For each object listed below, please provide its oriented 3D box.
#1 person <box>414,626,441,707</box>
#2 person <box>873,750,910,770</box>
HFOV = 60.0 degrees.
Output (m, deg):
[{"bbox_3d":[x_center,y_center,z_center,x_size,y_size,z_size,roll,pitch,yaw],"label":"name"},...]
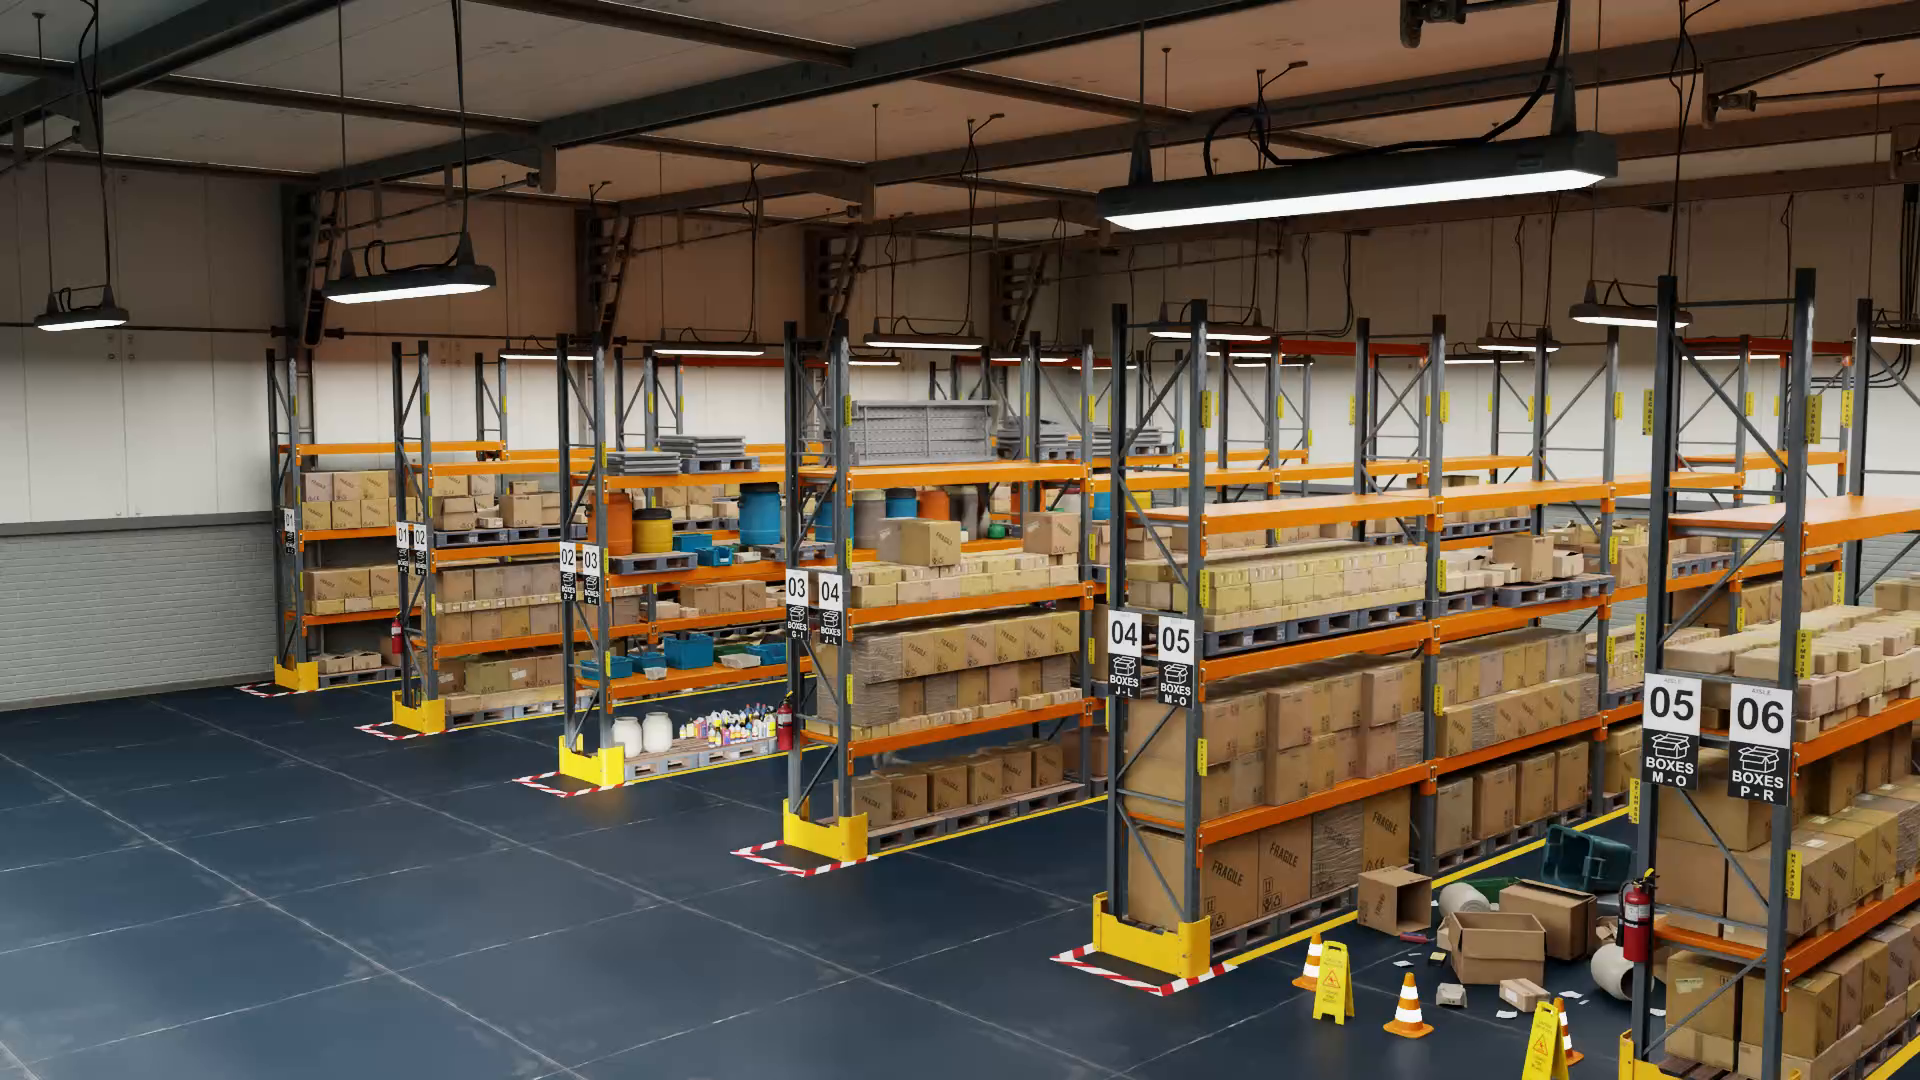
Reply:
[{"bbox_3d":[-8.782,1.864,27.686,0.654,1.836,0.792,3,6,30],"label":"person"},{"bbox_3d":[-0.918,2.521,21.565,0.535,1.568,0.637,5,7,43],"label":"person"}]
